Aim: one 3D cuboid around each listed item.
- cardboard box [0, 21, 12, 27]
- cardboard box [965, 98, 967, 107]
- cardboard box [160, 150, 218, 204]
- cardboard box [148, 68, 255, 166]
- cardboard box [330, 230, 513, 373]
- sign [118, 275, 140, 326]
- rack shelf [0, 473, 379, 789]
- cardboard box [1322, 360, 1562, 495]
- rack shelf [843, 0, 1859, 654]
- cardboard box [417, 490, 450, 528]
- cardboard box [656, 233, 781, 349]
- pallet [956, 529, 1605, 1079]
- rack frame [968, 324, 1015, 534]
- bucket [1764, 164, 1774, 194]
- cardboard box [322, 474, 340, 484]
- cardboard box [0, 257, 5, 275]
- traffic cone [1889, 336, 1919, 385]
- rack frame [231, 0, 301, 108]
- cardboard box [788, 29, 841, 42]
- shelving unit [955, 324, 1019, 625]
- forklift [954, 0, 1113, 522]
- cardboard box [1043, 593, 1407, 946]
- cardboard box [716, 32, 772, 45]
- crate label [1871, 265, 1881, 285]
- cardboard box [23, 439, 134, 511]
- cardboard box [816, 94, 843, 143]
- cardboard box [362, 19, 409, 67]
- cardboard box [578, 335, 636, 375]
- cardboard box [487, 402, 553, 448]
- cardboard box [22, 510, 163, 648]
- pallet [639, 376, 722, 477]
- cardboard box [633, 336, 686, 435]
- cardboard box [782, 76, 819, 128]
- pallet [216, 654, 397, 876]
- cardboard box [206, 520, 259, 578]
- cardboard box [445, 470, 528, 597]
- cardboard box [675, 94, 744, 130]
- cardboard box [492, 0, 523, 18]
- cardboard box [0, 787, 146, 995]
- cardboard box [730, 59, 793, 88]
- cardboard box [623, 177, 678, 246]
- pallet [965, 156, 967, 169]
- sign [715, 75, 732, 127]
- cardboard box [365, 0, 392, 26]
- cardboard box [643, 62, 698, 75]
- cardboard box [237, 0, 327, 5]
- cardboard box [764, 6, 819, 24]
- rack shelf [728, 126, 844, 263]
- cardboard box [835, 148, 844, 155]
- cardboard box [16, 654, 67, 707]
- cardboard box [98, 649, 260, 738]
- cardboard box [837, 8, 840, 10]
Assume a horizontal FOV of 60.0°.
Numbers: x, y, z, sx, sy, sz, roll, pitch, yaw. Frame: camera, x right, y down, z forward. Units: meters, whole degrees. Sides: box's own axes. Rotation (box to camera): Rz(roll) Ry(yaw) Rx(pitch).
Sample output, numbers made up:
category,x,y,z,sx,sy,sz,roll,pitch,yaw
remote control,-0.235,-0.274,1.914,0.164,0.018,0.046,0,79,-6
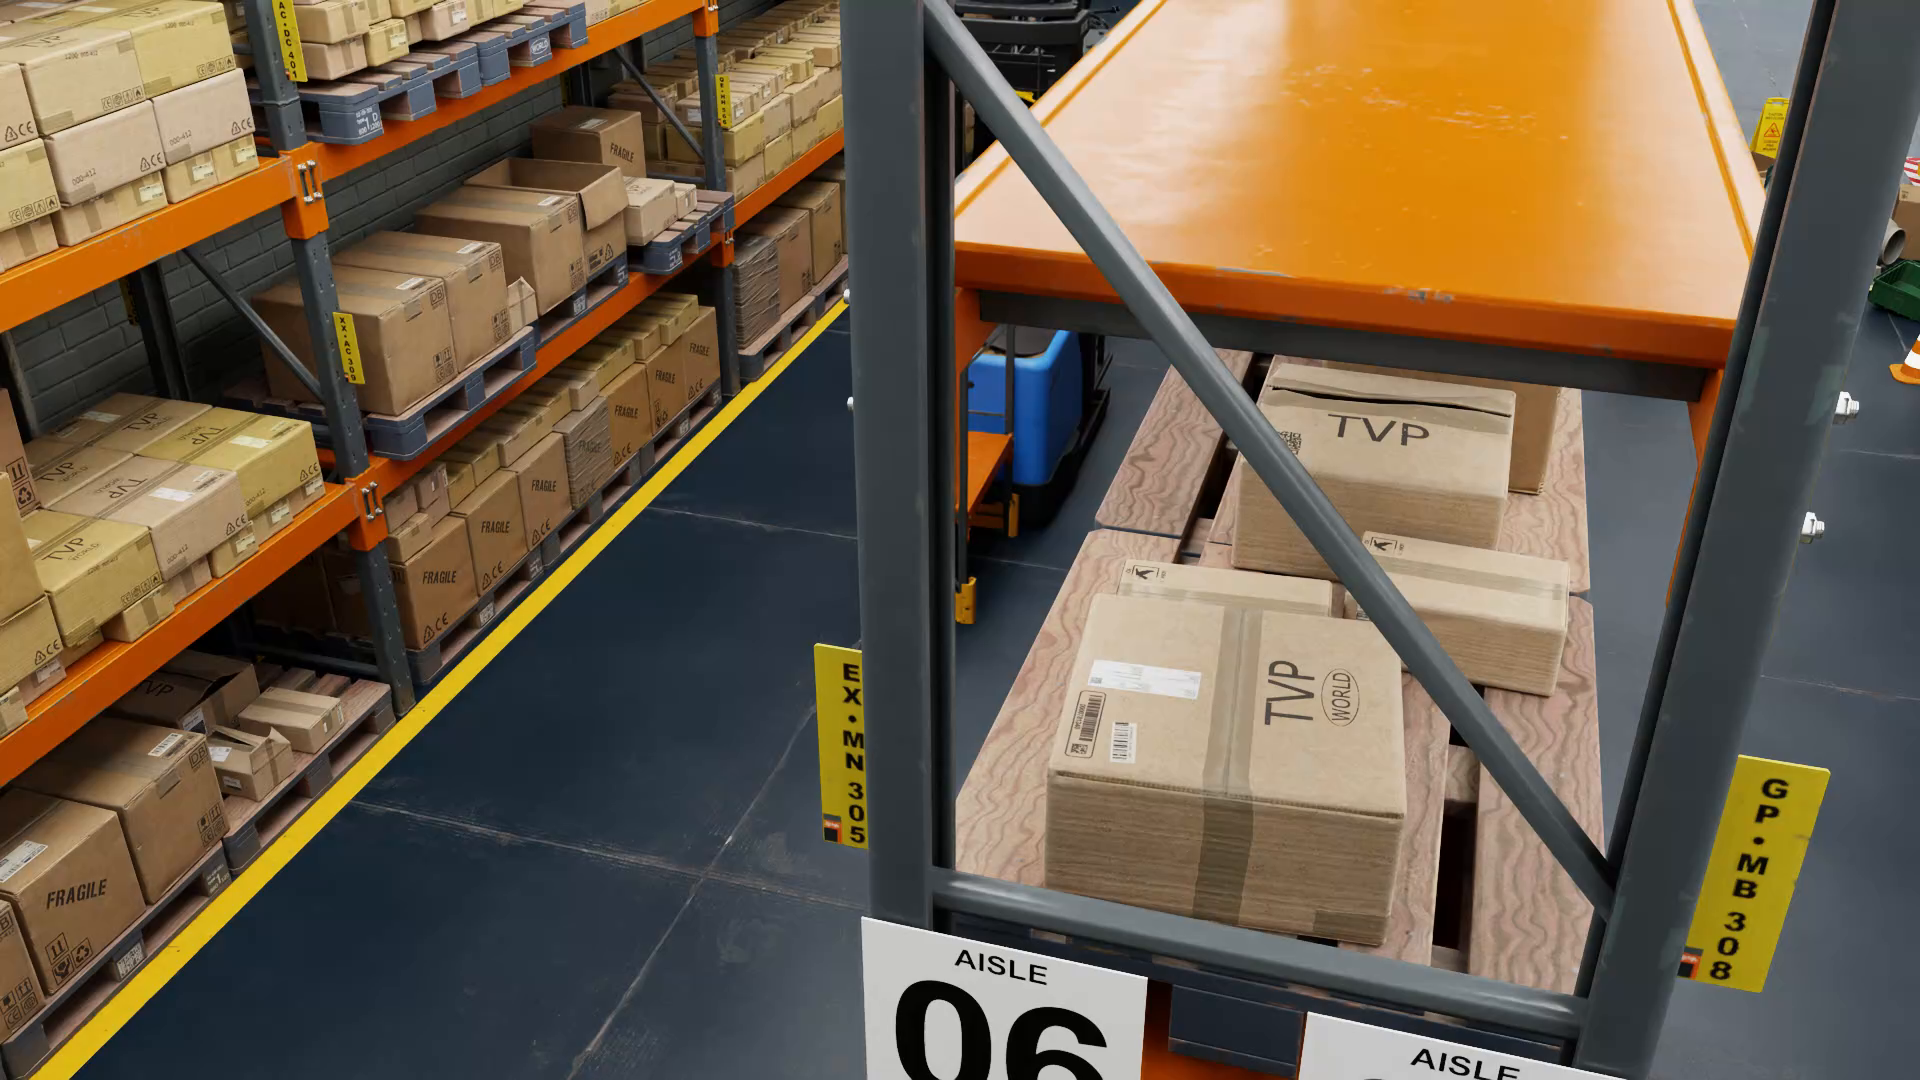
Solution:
category,x,y,z,sx,sy,sz,roll,pitch,yaw
cardboard box,-3.754,-1.695,5.960,0.500,0.250,0.500,8,30,13
cardboard box,-0.250,-4.086,15.378,0.500,0.250,0.500,9,30,15
cardboard box,-3.098,-1.412,6.376,0.380,0.149,0.250,8,30,15
cardboard box,-3.102,-1.649,6.391,0.500,0.250,0.500,9,30,15
cardboard box,-2.692,-1.194,8.277,0.700,0.500,0.500,9,30,15
sign,-3.731,-1.117,7.482,0.100,0.325,0.005,8,30,15
rack shelf,-3.787,0.710,6.128,1.077,0.370,4.000,8,30,15
cardboard box,1.107,-0.465,3.778,0.500,0.500,0.500,9,30,16
rack shelf,0.959,-1.030,3.496,1.077,0.370,4.000,8,30,15
cardboard box,-2.833,-0.177,8.454,0.380,0.149,0.250,8,30,13
cardboard box,-1.829,-1.826,11.958,0.875,0.625,0.625,9,30,16
pallet,0.580,0.414,2.927,1.003,0.211,1.213,8,30,15
rack frame,0.060,-0.731,9.521,0.500,1.500,0.032,7,30,13
bucket,6.492,-2.511,12.983,0.726,0.611,0.620,20,45,32
cardboard box,-3.295,-0.243,8.574,0.380,0.149,0.250,9,30,15
cardboard box,-3.436,-0.937,5.522,0.380,0.149,0.250,9,30,15
traffic cone,6.819,-1.369,11.735,0.336,0.463,0.334,8,30,15
rack frame,-3.200,-3.155,6.165,1.000,3.000,0.127,8,30,15
cardboard box,-1.086,-3.790,12.707,0.380,0.149,0.250,9,30,15
shelving unit,-0.075,-0.488,9.084,0.587,1.500,1.083,7,30,13
forklift,0.395,-2.090,10.493,1.130,2.935,3.031,7,30,13
cardboard box,0.418,0.337,2.592,0.500,0.250,0.500,6,30,10
cardboard box,-1.652,-3.744,12.624,0.380,0.149,0.250,9,30,15
crate label,7.321,-2.174,13.517,0.298,0.136,0.250,-12,31,-20
cardboard box,-3.744,-0.172,6.823,0.500,0.250,0.500,8,30,14
cardboard box,-1.211,-3.212,12.593,0.500,0.250,0.500,9,30,16
cardboard box,-2.623,-2.159,7.184,0.380,0.149,0.250,9,30,15
cardboard box,-2.219,-1.138,10.182,0.380,0.149,0.250,9,30,16
cardboard box,-2.517,-0.653,9.310,0.380,0.149,0.250,10,30,17
cardboard box,-3.408,0.138,6.264,0.500,0.250,0.500,8,30,15
pallet,-2.281,-0.832,11.029,1.003,0.211,1.213,8,30,15
cardboard box,-2.101,-1.025,10.647,0.500,0.500,0.500,8,30,14
cardboard box,-1.343,-3.190,12.039,0.500,0.250,0.500,8,30,14
pallet,-3.402,1.004,7.728,1.003,0.211,1.213,8,30,15
cardboard box,-3.161,0.009,6.907,0.380,0.149,0.250,9,30,16
cardboard box,-2.696,-0.066,8.923,0.500,0.500,0.500,8,30,14
cardboard box,-1.651,-2.826,10.974,0.380,0.149,0.250,9,30,16
cardboard box,-2.351,-2.636,8.040,0.380,0.149,0.250,9,30,16
cardboard box,-3.565,1.340,6.394,0.500,0.500,0.500,9,30,16
cardboard box,-1.413,-3.317,11.858,0.380,0.149,0.250,9,30,15
cardboard box,-2.026,-1.974,9.935,0.500,0.250,0.500,7,30,13
pallet,-0.578,-3.396,15.638,1.003,0.211,1.213,8,30,15
sign,-1.504,-2.791,10.572,0.100,0.325,0.005,8,30,15
cardboard box,-2.683,-2.302,7.135,0.380,0.149,0.250,9,30,16
cardboard box,-2.014,-3.273,11.778,0.380,0.149,0.250,8,30,14
cardboard box,-2.778,-2.363,6.818,0.396,0.266,0.258,8,30,14
cardboard box,-1.363,-4.213,13.467,0.380,0.149,0.250,8,30,15
rack shelf,-1.439,-3.008,12.811,1.077,0.370,4.000,8,30,15
cardboard box,-0.994,-3.153,14.343,0.875,0.625,0.625,10,31,17
cardboard box,-3.522,0.475,6.069,0.380,0.149,0.250,8,30,15
cardboard box,-3.620,0.731,7.684,0.500,0.311,0.500,10,30,17
cardboard box,-0.798,-4.266,13.562,0.380,0.149,0.250,8,30,14
